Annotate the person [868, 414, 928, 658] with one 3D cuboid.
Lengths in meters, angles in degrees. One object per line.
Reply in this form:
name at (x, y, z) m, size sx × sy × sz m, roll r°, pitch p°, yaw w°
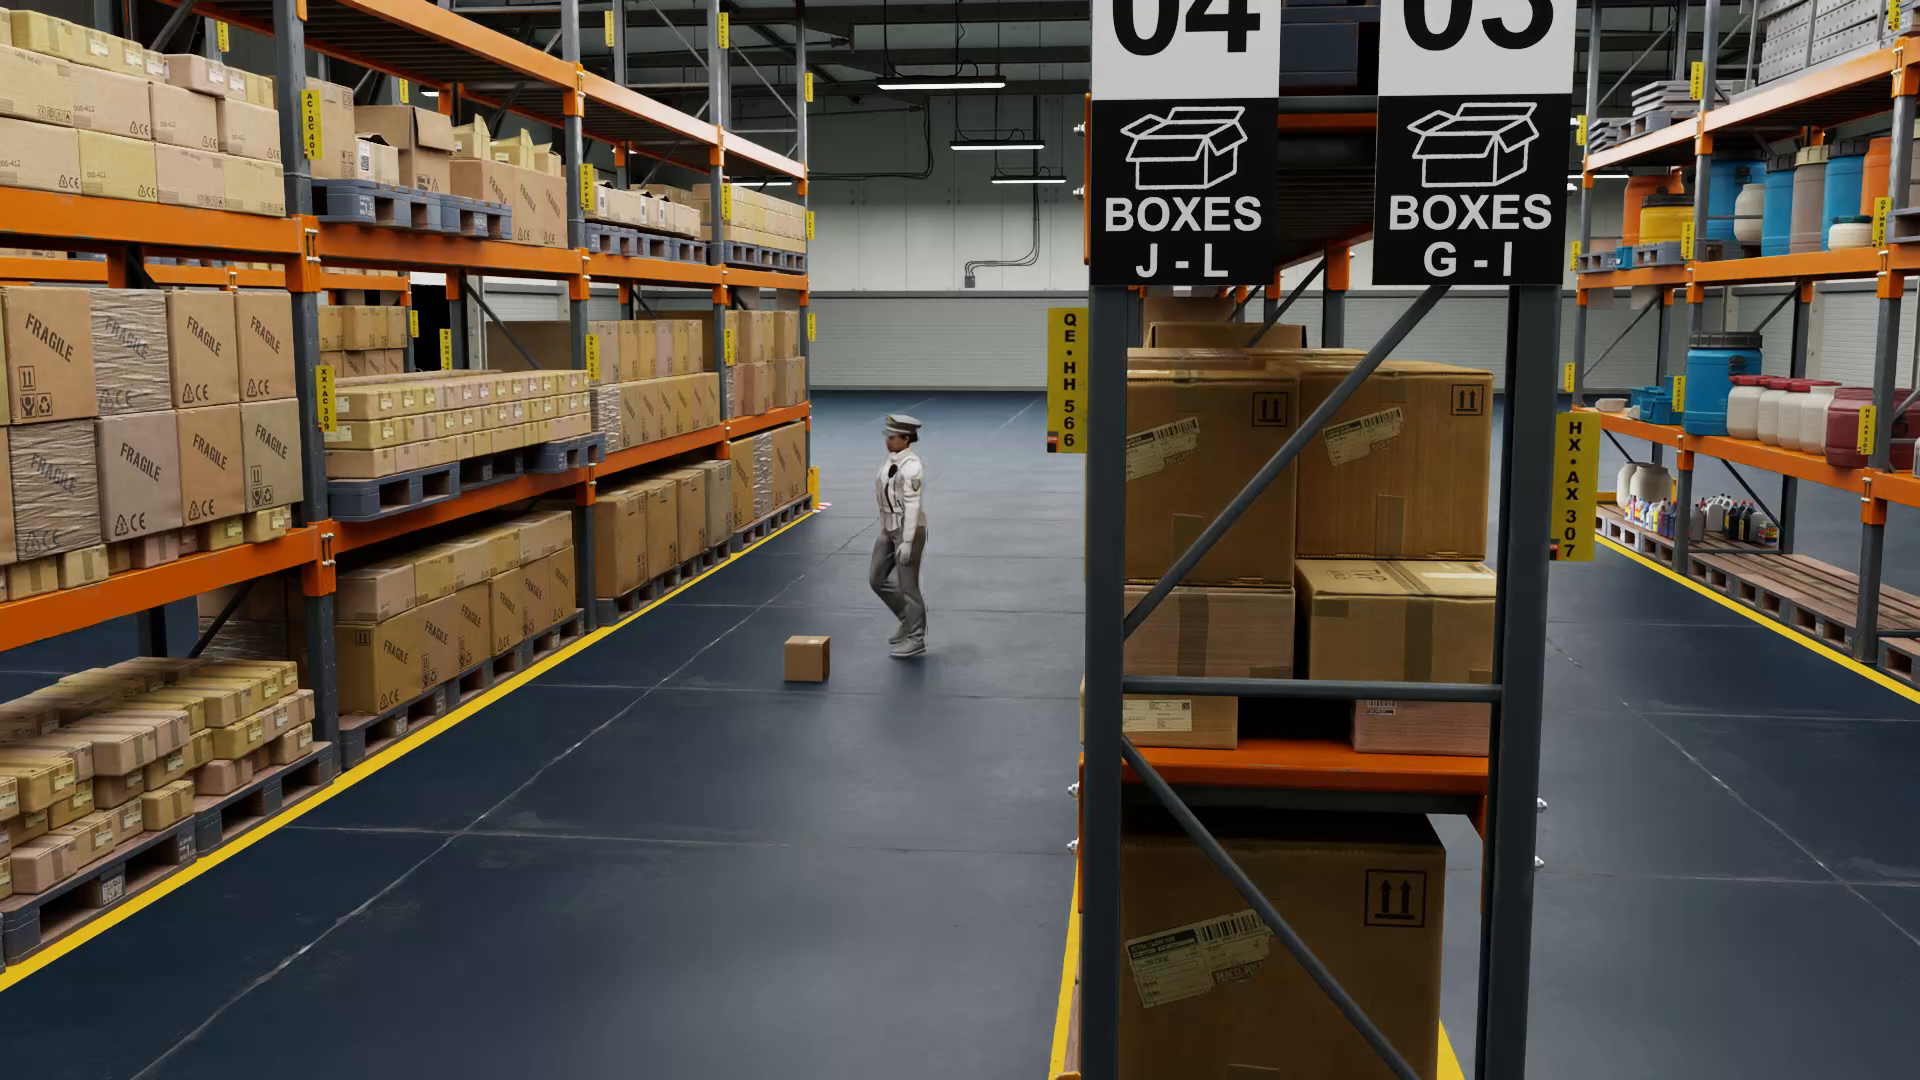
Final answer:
person at (-0.391, -0.035, 11.414) m, size 0.403 × 1.667 × 0.577 m, roll -4°, pitch 8°, yaw -24°
